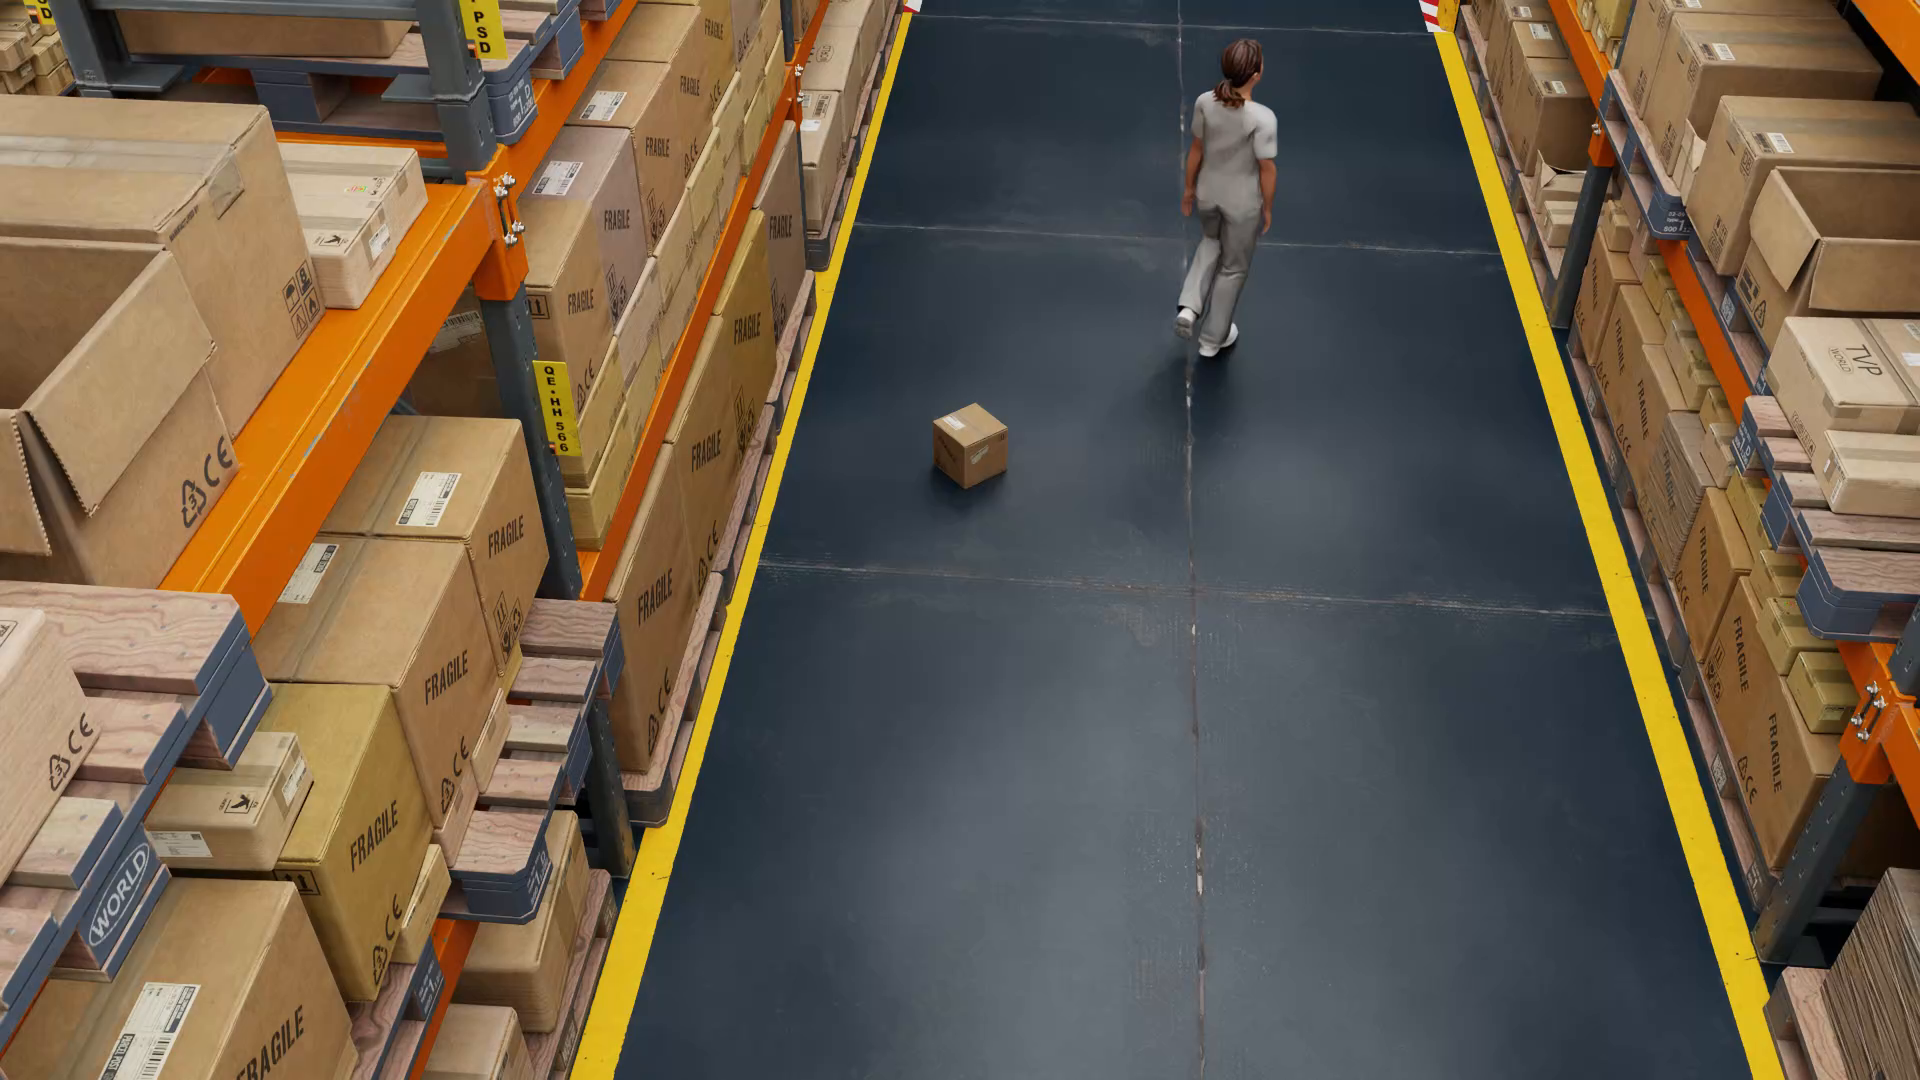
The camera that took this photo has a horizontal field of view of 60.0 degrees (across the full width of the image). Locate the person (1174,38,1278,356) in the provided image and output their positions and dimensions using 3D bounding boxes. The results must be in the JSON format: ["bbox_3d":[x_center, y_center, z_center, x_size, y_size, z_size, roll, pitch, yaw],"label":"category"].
[{"bbox_3d":[1.312,-1.645,8.061,0.470,1.666,0.470,27,47,29],"label":"person"}]
